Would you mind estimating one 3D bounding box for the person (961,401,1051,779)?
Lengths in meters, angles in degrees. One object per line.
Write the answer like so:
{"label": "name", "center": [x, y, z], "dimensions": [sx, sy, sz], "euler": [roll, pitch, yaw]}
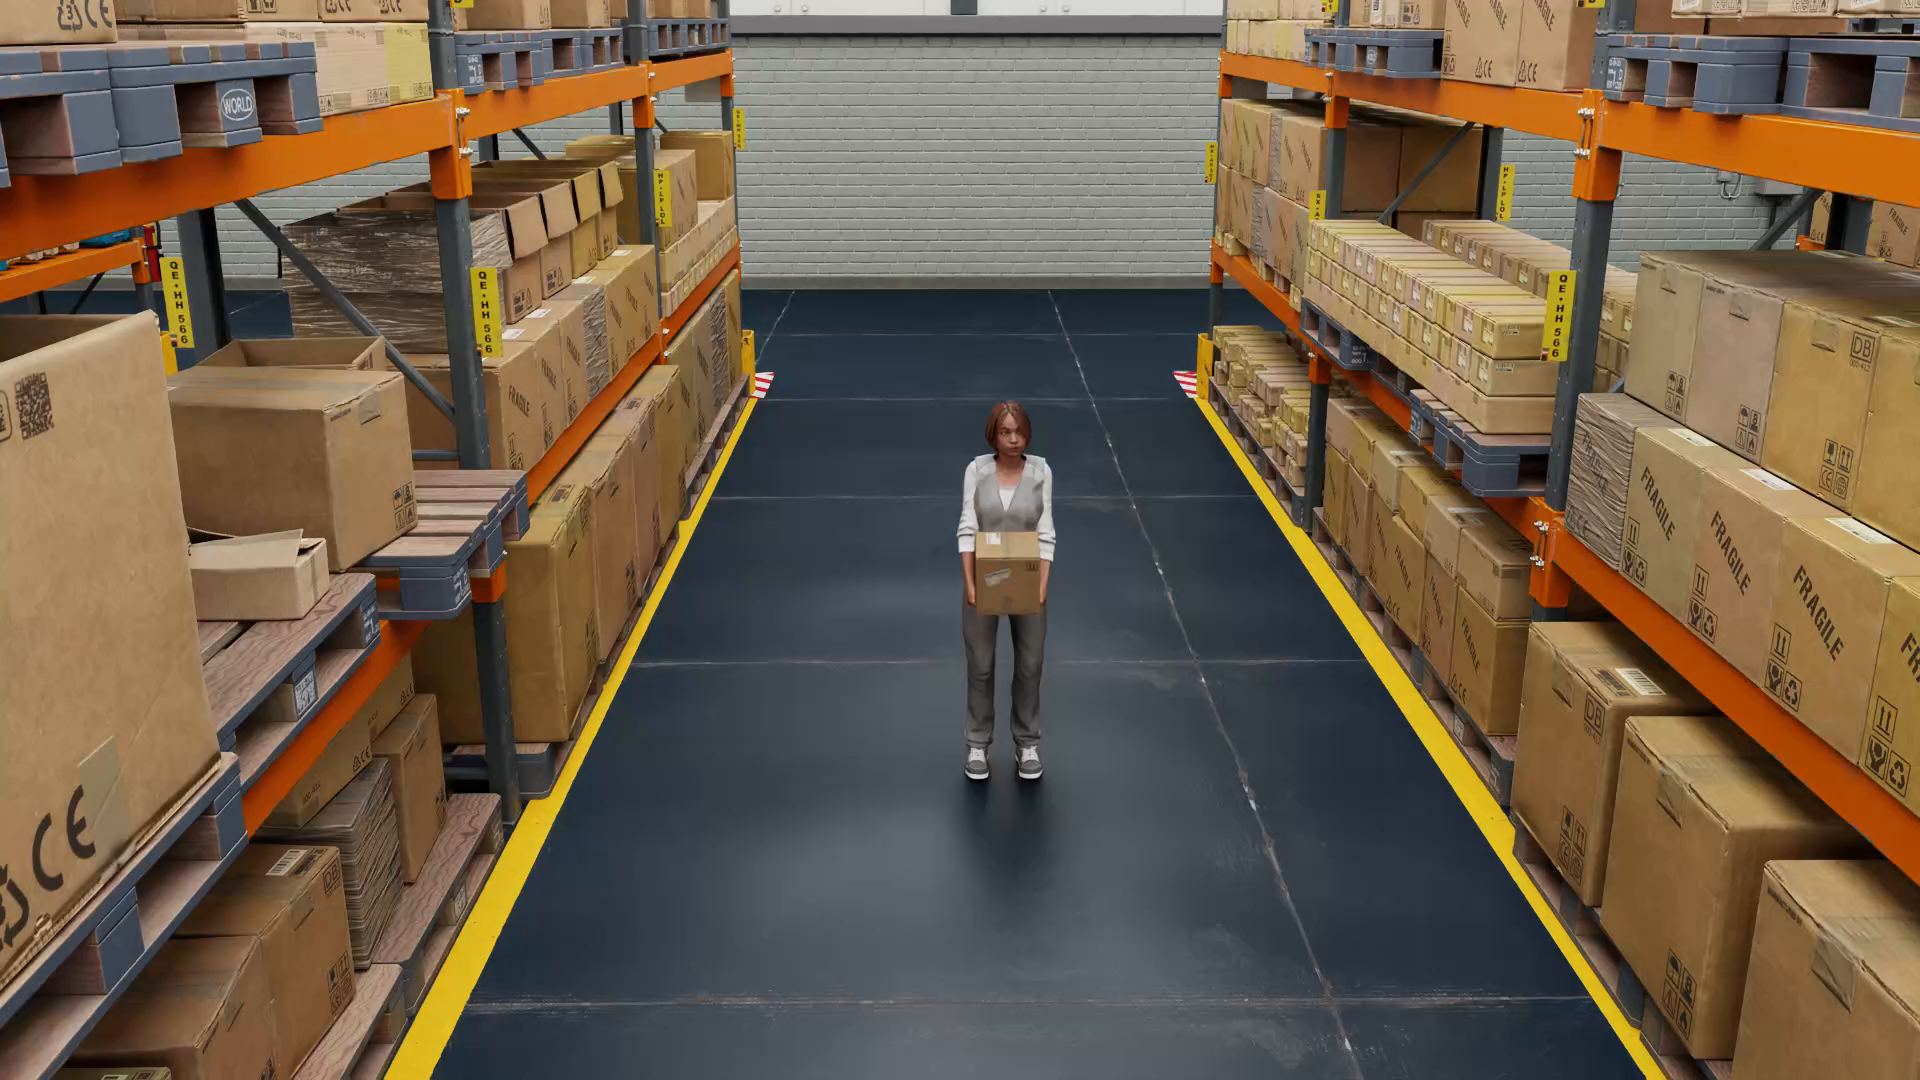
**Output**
{"label": "person", "center": [0.186, 0.238, 6.814], "dimensions": [0.380, 1.596, 0.495], "euler": [0, 17, 0]}
